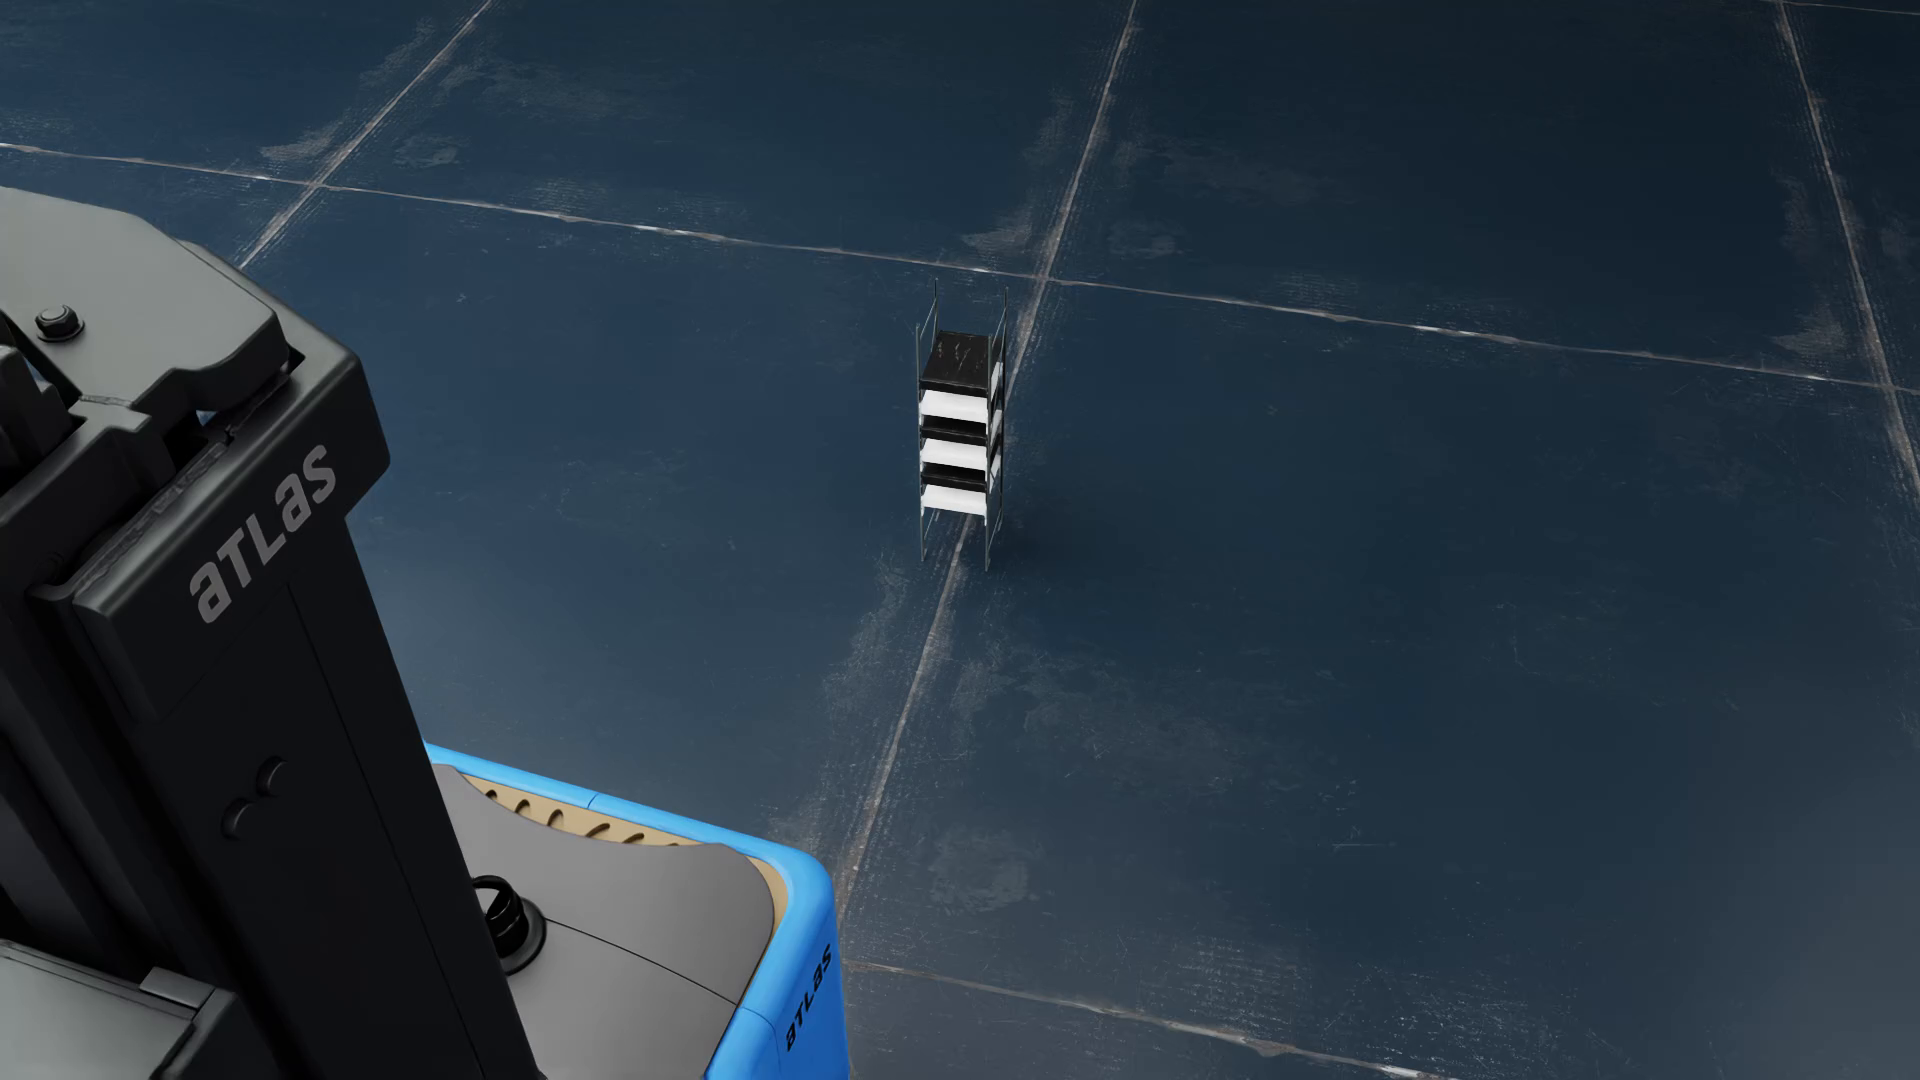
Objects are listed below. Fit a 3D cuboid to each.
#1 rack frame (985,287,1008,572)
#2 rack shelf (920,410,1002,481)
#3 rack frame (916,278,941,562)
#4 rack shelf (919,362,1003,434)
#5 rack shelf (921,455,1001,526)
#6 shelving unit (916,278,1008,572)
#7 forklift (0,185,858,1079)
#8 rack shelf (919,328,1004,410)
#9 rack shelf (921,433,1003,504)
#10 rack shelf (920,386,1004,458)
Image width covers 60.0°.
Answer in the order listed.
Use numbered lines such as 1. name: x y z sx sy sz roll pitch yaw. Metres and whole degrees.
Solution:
1. rack frame: 0.107 -0.308 4.921 0.006 0.900 0.240 9 45 9
2. rack shelf: 0.008 -0.299 4.960 0.200 0.077 0.258 9 45 9
3. rack frame: -0.091 -0.338 4.953 0.006 0.900 0.240 9 45 9
4. rack shelf: 0.008 -0.429 4.835 0.200 0.077 0.258 9 45 9
5. rack shelf: 0.008 -0.169 5.085 0.200 0.077 0.258 9 45 9
6. shelving unit: 0.008 -0.323 4.937 0.210 0.900 0.258 9 45 9
7. forklift: -1.173 1.173 1.917 1.130 2.935 3.031 13 45 13
8. rack shelf: 0.008 -0.493 4.773 0.200 0.077 0.258 9 45 9
9. rack shelf: 0.008 -0.234 5.022 0.200 0.077 0.258 9 45 9
10. rack shelf: 0.008 -0.364 4.897 0.200 0.077 0.258 9 45 9
